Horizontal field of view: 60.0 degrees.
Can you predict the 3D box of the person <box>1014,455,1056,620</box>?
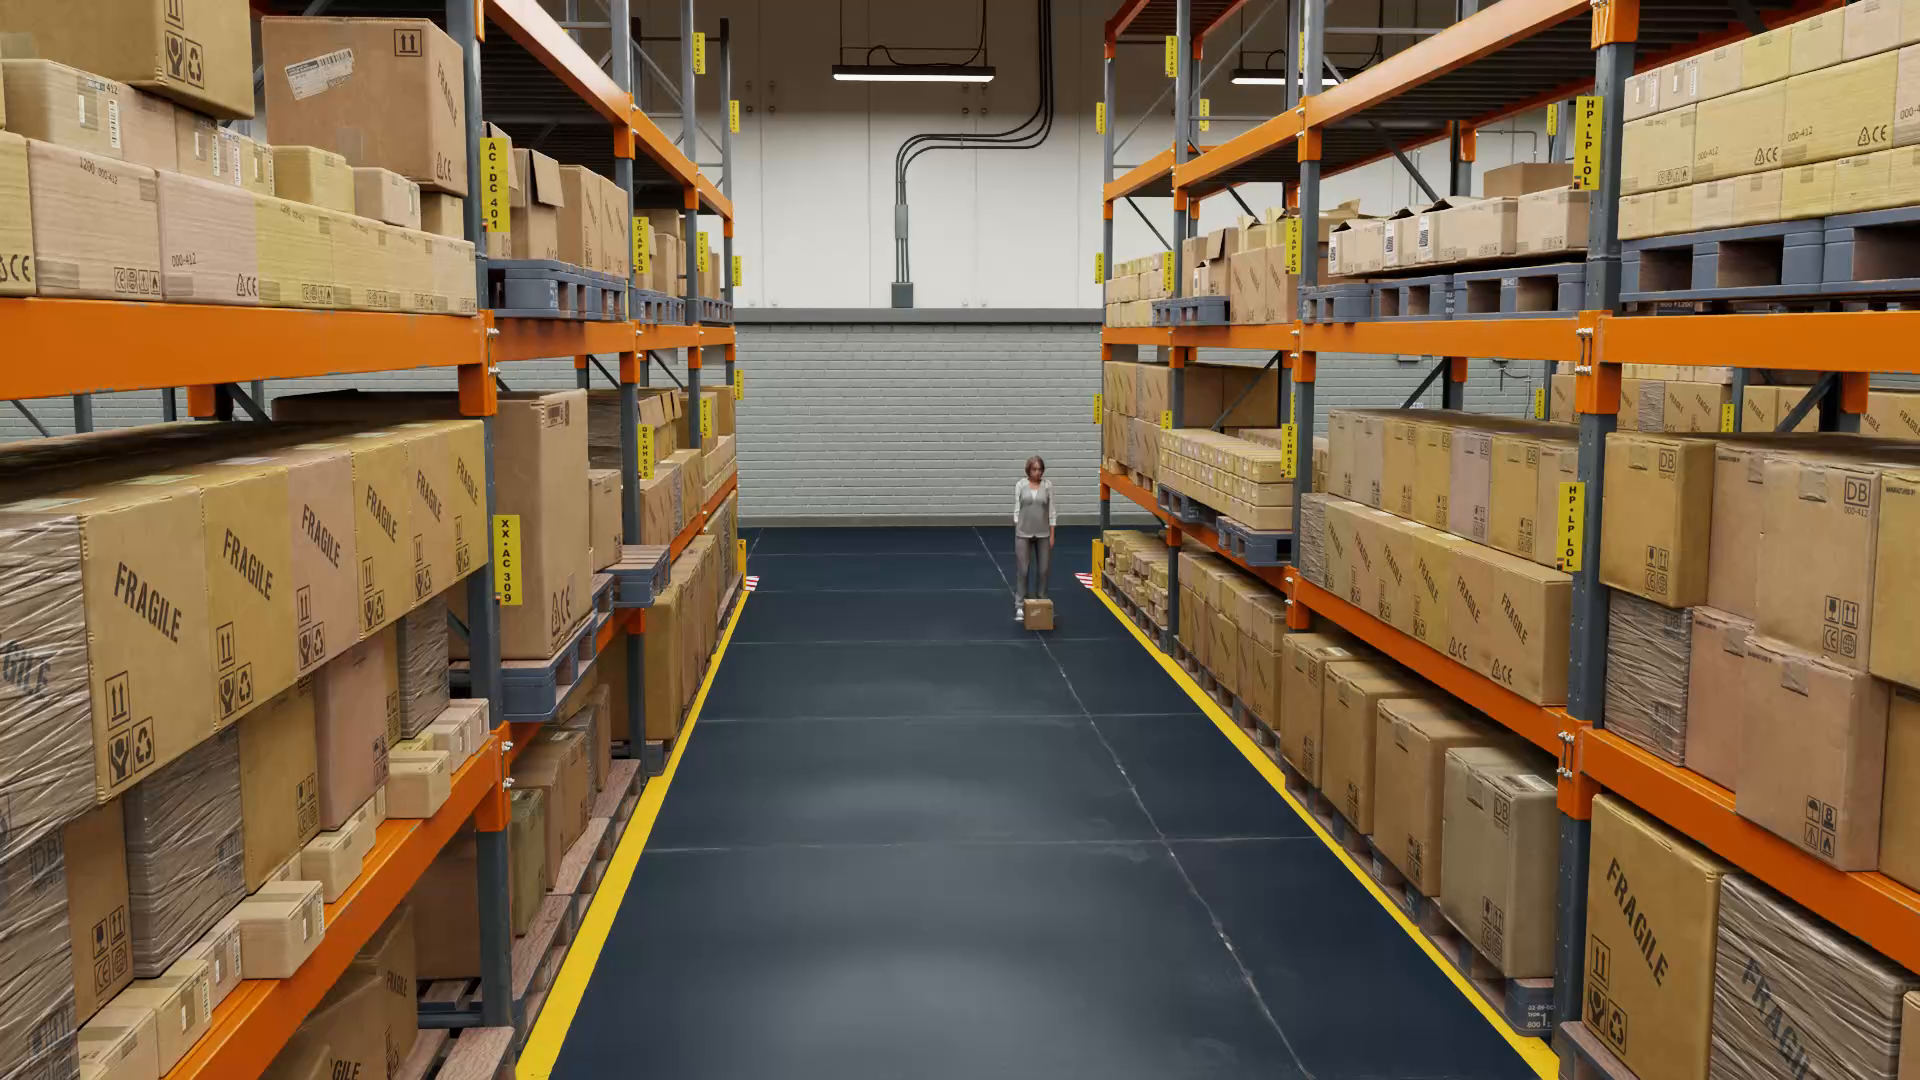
[{"bbox_3d":[0.723,-0.023,16.011,0.406,1.593,0.306,0,7,-2],"label":"person"}]
